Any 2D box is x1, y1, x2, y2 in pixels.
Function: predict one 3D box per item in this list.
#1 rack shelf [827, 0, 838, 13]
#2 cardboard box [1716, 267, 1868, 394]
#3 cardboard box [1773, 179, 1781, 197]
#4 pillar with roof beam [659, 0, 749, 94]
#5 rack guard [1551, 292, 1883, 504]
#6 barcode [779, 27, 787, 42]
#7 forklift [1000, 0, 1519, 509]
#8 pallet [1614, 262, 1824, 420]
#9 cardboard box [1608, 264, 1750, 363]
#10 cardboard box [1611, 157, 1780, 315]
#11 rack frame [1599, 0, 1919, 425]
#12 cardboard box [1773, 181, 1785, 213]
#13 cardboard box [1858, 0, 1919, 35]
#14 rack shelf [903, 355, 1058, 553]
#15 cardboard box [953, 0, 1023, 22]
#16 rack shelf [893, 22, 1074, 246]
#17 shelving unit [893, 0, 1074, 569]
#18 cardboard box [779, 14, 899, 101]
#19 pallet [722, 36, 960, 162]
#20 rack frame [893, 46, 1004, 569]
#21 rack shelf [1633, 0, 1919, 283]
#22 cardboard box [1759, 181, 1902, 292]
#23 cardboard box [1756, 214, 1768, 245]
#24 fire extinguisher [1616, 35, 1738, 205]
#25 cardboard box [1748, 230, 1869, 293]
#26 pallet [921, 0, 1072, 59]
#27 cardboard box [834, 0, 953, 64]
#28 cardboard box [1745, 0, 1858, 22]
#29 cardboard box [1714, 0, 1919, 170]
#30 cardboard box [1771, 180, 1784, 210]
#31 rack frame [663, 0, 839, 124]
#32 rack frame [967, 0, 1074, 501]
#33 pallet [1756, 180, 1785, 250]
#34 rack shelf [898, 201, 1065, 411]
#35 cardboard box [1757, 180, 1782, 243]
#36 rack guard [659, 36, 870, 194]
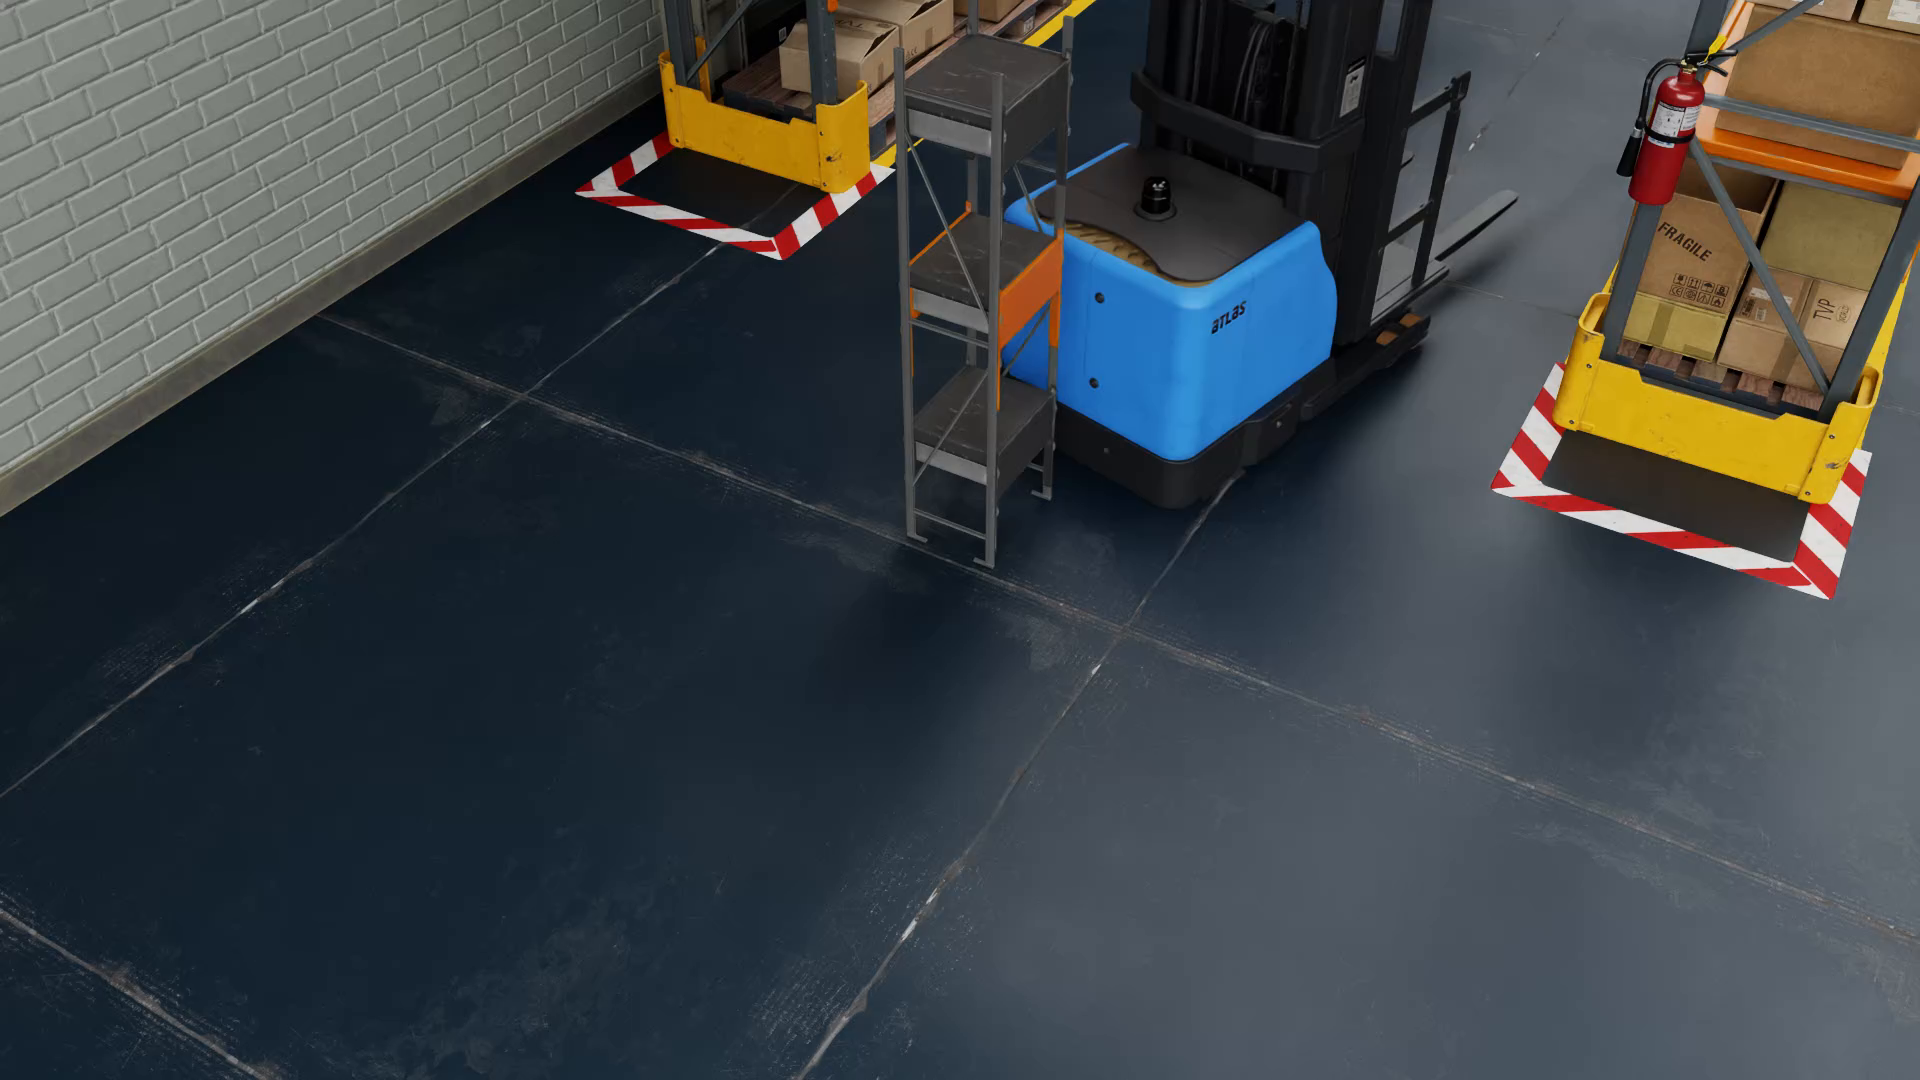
[{"bbox_3d":[-0.091,-4.074,9.651,1.077,0.370,4.000,21,45,22],"label":"rack shelf"},{"bbox_3d":[3.659,-0.922,7.291,0.500,0.250,0.500,21,45,22],"label":"cardboard box"},{"bbox_3d":[3.697,-1.953,7.893,0.500,0.500,0.500,21,45,22],"label":"cardboard box"},{"bbox_3d":[2.236,-4.714,5.294,9.100,9.000,0.400,21,45,22],"label":"pillar with roof beam"},{"bbox_3d":[3.186,-0.612,7.066,1.175,0.500,0.348,21,45,22],"label":"rack guard"},{"bbox_3d":[-1.005,-2.868,9.432,0.001,0.075,0.075,21,45,22],"label":"barcode"},{"bbox_3d":[1.538,-2.106,6.924,1.130,2.935,3.031,32,51,31],"label":"forklift"},{"bbox_3d":[3.545,-0.968,7.690,1.003,0.211,1.213,21,45,22],"label":"pallet"},{"bbox_3d":[3.211,-1.094,7.485,0.500,0.250,0.500,21,45,22],"label":"cardboard box"},{"bbox_3d":[3.209,-1.376,7.238,0.500,0.500,0.500,21,45,22],"label":"cardboard box"},{"bbox_3d":[3.198,-1.563,6.256,1.000,3.000,0.127,21,45,22],"label":"rack frame"},{"bbox_3d":[4.147,-1.781,7.698,0.500,0.500,0.500,21,45,22],"label":"cardboard box"},{"bbox_3d":[3.581,-1.998,6.182,0.380,0.149,0.250,21,45,22],"label":"cardboard box"},{"bbox_3d":[0.083,-0.347,6.635,0.431,0.518,0.480,21,45,22],"label":"rack shelf"},{"bbox_3d":[0.028,-3.522,10.038,0.700,0.500,0.500,18,45,19],"label":"cardboard box"},{"bbox_3d":[0.083,-1.398,5.710,0.431,0.518,0.480,21,45,22],"label":"rack shelf"},{"bbox_3d":[0.083,-0.883,6.164,0.431,2.100,0.503,21,45,22],"label":"shelving unit"},{"bbox_3d":[-0.668,-2.722,9.273,0.500,0.311,0.500,16,44,17],"label":"cardboard box"},{"bbox_3d":[-0.617,-2.650,9.599,1.003,0.211,1.213,21,45,22],"label":"pallet"},{"bbox_3d":[-0.039,-0.743,6.005,0.400,2.100,0.015,21,45,22],"label":"rack frame"},{"bbox_3d":[4.199,-2.438,7.793,1.077,0.370,4.000,21,45,22],"label":"rack shelf"},{"bbox_3d":[3.908,-1.491,7.368,0.500,0.500,0.500,21,45,22],"label":"cardboard box"},{"bbox_3d":[3.451,-1.384,7.814,0.500,0.250,0.500,21,45,22],"label":"cardboard box"},{"bbox_3d":[2.737,-1.620,6.379,0.296,0.674,0.183,21,45,22],"label":"fire extinguisher"},{"bbox_3d":[3.906,-1.210,7.617,0.500,0.250,0.500,21,45,22],"label":"cardboard box"},{"bbox_3d":[-0.006,-3.345,10.389,1.003,0.211,1.213,21,45,22],"label":"pallet"},{"bbox_3d":[-0.383,-3.048,9.643,0.500,0.311,0.500,25,47,25],"label":"cardboard box"},{"bbox_3d":[3.225,-2.126,6.328,0.380,0.149,0.250,20,45,21],"label":"cardboard box"},{"bbox_3d":[3.443,-1.864,6.521,0.700,0.500,0.500,21,45,22],"label":"cardboard box"},{"bbox_3d":[3.951,-1.956,8.464,0.500,0.250,0.500,21,45,22],"label":"cardboard box"},{"bbox_3d":[-1.092,-3.200,8.114,1.000,3.000,0.127,21,45,22],"label":"rack frame"},{"bbox_3d":[0.205,-1.022,6.322,0.400,2.100,0.015,21,45,22],"label":"rack frame"},{"bbox_3d":[4.156,-1.664,8.479,1.003,0.211,1.213,21,45,22],"label":"pallet"},{"bbox_3d":[0.083,-0.872,6.173,0.431,0.518,0.480,21,45,22],"label":"rack shelf"},{"bbox_3d":[3.699,-1.670,8.140,0.500,0.250,0.500,21,45,22],"label":"cardboard box"},{"bbox_3d":[-1.054,-2.305,8.989,1.175,0.500,0.348,21,45,22],"label":"rack guard"}]
